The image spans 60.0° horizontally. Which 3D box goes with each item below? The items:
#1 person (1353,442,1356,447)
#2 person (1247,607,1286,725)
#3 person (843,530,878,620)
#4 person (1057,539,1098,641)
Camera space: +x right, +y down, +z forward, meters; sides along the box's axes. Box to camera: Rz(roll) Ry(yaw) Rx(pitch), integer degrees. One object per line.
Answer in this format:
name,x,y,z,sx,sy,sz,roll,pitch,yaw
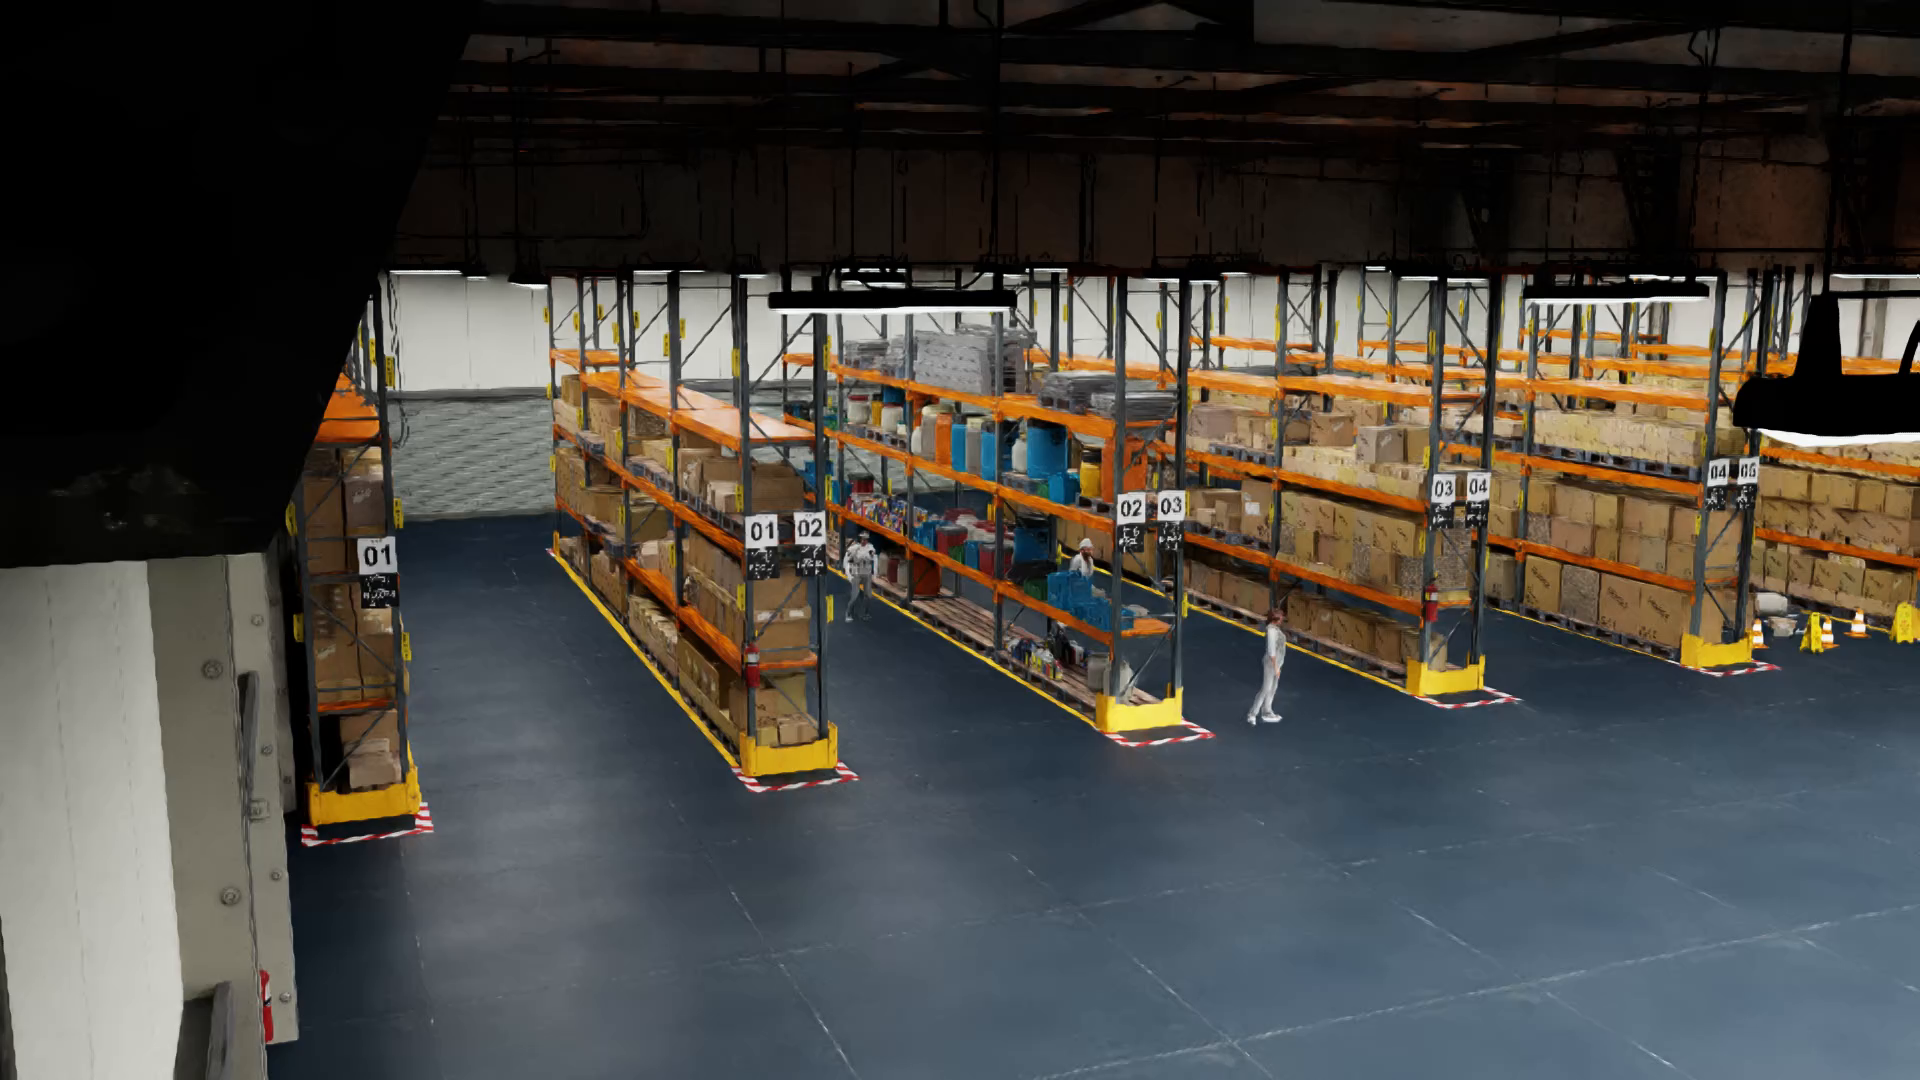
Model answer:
person,9.670,-1.540,40.326,0.489,1.767,0.659,-5,11,-27
person,4.128,1.748,22.382,0.448,1.481,0.593,3,10,19
person,-1.700,0.592,28.564,0.639,1.612,0.521,-4,11,-23
person,1.960,0.812,26.965,0.668,1.722,0.792,-10,14,-44
